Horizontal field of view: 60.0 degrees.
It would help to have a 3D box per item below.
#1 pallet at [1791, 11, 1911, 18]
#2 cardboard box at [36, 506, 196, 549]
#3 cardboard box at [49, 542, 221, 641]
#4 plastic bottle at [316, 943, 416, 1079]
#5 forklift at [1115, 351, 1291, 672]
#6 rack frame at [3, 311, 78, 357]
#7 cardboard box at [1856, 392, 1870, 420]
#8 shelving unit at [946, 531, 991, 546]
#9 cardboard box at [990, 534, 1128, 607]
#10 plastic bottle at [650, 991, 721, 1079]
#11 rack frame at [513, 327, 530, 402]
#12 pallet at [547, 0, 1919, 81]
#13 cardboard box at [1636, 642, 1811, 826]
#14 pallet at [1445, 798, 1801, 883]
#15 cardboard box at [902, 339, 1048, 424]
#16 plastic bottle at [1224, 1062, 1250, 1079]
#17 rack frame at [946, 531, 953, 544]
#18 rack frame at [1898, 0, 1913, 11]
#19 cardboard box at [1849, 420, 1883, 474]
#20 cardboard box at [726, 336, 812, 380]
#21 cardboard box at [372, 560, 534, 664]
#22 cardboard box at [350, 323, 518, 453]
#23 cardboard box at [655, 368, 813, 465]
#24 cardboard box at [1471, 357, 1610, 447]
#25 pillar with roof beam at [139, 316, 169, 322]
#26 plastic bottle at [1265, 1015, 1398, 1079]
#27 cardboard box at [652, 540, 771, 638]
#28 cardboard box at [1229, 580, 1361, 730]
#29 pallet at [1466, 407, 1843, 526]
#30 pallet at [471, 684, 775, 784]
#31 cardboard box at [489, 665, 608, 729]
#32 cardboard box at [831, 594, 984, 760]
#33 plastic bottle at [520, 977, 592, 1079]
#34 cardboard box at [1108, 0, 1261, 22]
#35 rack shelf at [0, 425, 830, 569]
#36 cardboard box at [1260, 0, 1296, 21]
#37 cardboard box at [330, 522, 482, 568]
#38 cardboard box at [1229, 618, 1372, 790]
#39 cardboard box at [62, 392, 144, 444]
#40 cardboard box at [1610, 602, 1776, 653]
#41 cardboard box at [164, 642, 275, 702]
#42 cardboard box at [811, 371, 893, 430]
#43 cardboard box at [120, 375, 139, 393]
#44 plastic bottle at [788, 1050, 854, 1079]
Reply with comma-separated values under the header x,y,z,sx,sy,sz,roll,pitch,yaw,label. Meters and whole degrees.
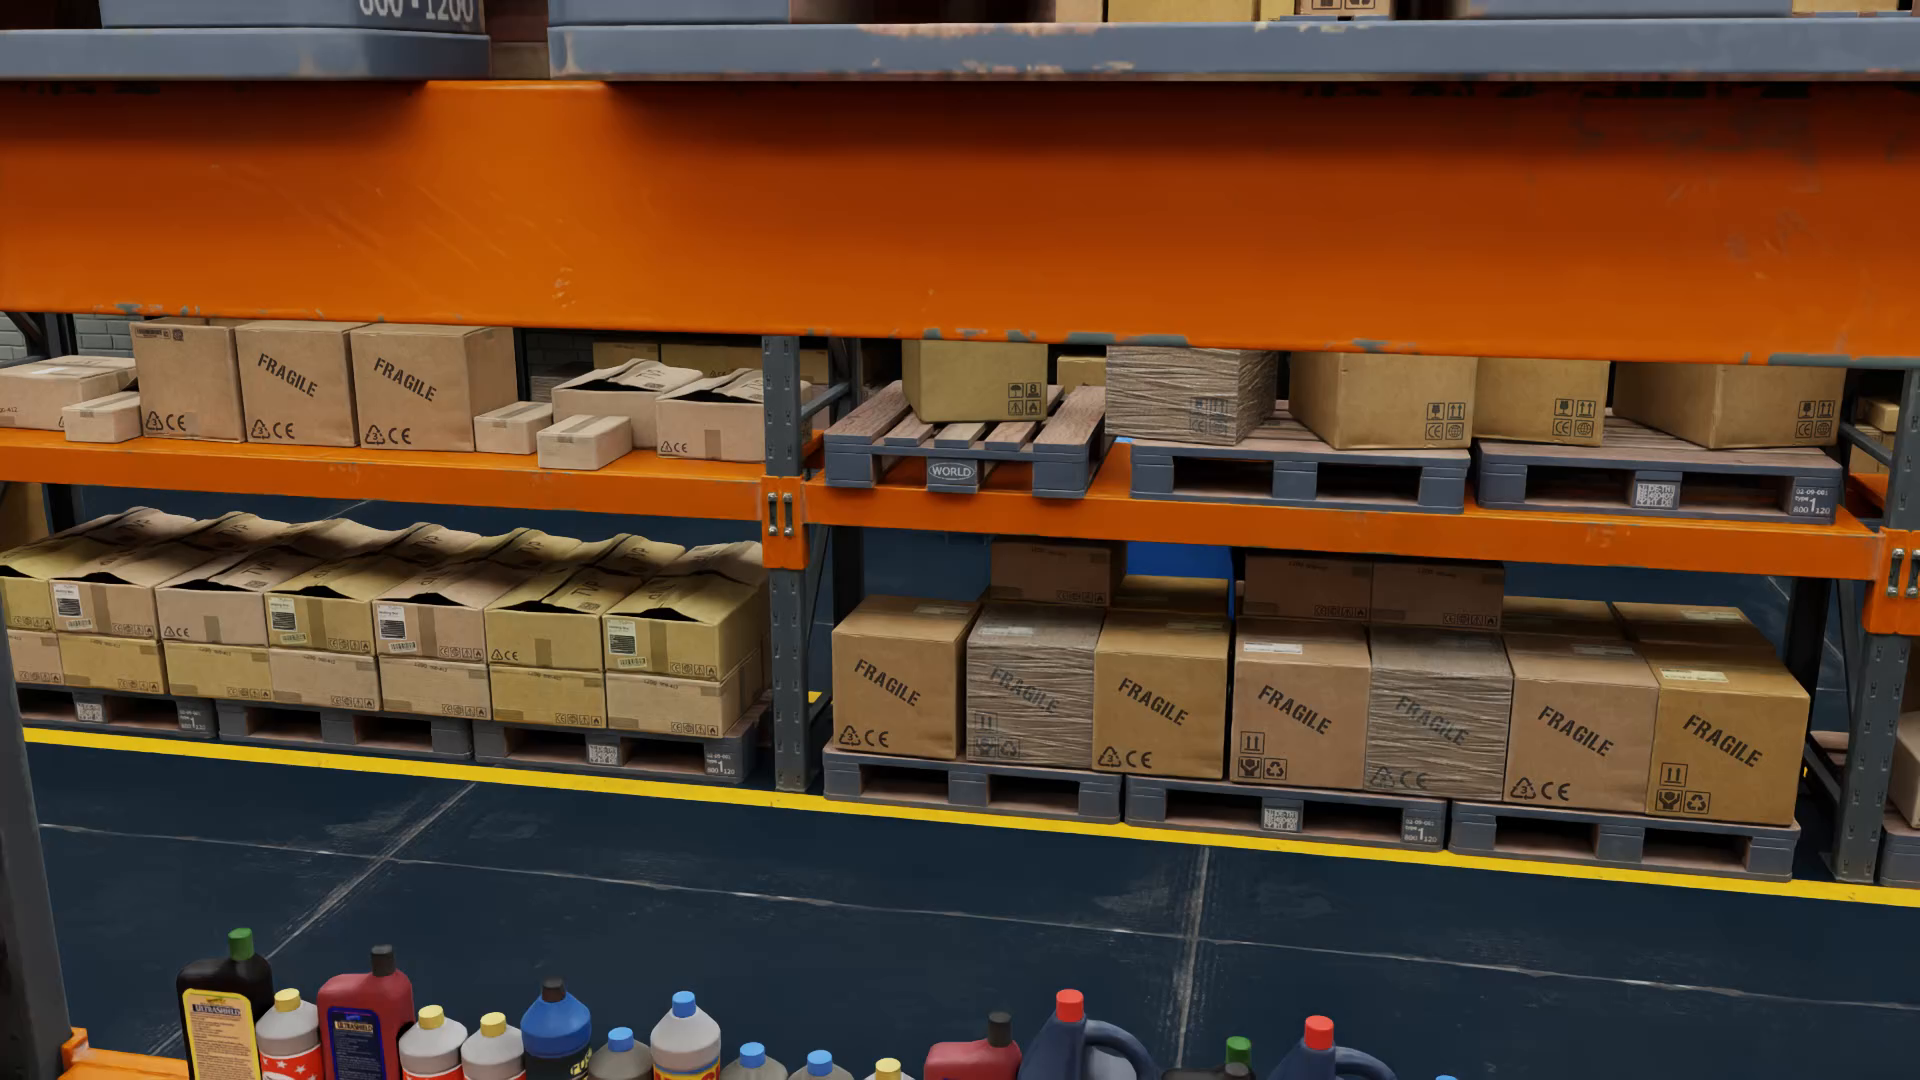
x,y,z,sx,sy,sz,roll,pitch,yaw,label
2.702,-1.741,5.890,1.003,0.211,1.213,3,16,11,pallet
-4.058,0.041,8.039,0.500,0.311,0.500,3,16,11,cardboard box
-3.667,0.209,7.431,0.500,0.311,0.500,3,16,10,cardboard box
-0.875,0.729,2.461,0.133,0.283,0.061,3,16,11,plastic bottle
1.982,-0.723,7.612,1.130,2.935,3.031,-13,20,-38,forklift
-7.448,-2.267,13.057,0.127,3.000,1.000,3,16,11,rack frame
5.696,-0.891,10.769,0.250,0.149,0.380,3,16,9,cardboard box
0.052,-0.503,10.342,0.252,1.050,0.215,3,16,11,shelving unit
0.427,0.076,7.052,0.500,0.250,0.500,4,16,13,cardboard box
-0.384,0.766,2.349,0.097,0.271,0.097,0,15,0,plastic bottle
-3.529,-2.054,12.289,0.127,3.000,1.000,3,16,11,rack frame
0.437,-0.467,1.295,1.213,0.211,1.003,3,16,11,pallet
2.787,0.709,6.173,0.500,0.500,0.500,3,16,11,cardboard box
2.523,0.978,6.567,1.213,0.211,1.003,3,16,11,pallet
0.047,-0.792,6.758,0.500,0.500,0.700,-2,16,-8,cardboard box
0.318,0.810,2.168,0.133,0.283,0.061,3,16,11,plastic bottle
-0.067,-0.510,10.365,0.008,1.050,0.200,3,16,11,rack frame
3.327,-3.224,5.273,0.127,3.000,1.000,3,16,11,rack frame
5.515,-0.532,10.690,0.500,0.500,0.700,3,16,11,cardboard box
-1.376,-1.308,12.048,0.500,0.250,0.500,3,16,11,cardboard box
-2.159,0.290,7.139,0.500,0.311,0.500,3,16,11,cardboard box
-2.240,-0.679,7.136,0.500,0.500,0.500,2,16,8,cardboard box
-0.940,-0.533,6.965,0.500,0.311,0.500,4,16,15,cardboard box
2.221,-0.687,6.379,0.500,0.500,0.700,6,16,20,cardboard box
-7.448,-4.221,8.873,0.400,9.000,9.100,3,16,11,pillar with roof beam
0.478,0.781,2.146,0.185,0.351,0.144,3,16,11,plastic bottle
-1.047,0.202,7.456,0.500,0.311,0.500,4,16,13,cardboard box
1.394,0.489,6.964,0.500,0.500,0.500,3,16,9,cardboard box
2.566,-0.311,6.356,1.213,0.211,1.003,3,16,11,pallet
-1.391,0.744,7.409,1.213,0.211,1.003,3,16,11,pallet
-1.662,0.587,7.119,0.500,0.250,0.500,3,16,10,cardboard box
-0.203,0.546,6.760,0.500,0.500,0.500,4,16,13,cardboard box
-0.575,0.756,2.386,0.097,0.271,0.097,0,15,0,plastic bottle
0.851,-1.970,6.179,0.500,0.500,0.910,3,16,11,cardboard box
-2.552,-0.305,7.322,4.000,0.370,1.077,3,16,11,rack shelf
1.947,-3.489,10.839,0.500,0.500,0.700,4,16,14,cardboard box
-2.567,0.122,7.747,0.500,0.311,0.500,3,16,10,cardboard box
1.314,0.627,6.468,0.500,0.500,0.500,3,16,9,cardboard box
-3.685,-0.537,7.281,0.250,0.149,0.380,3,16,11,cardboard box
2.902,0.570,6.672,0.500,0.500,0.500,2,16,9,cardboard box
-3.157,0.505,7.414,0.500,0.250,0.500,3,16,9,cardboard box
-0.806,-0.931,12.094,0.500,0.500,0.700,3,16,11,cardboard box
-3.614,-0.695,7.633,0.258,0.266,0.396,3,16,10,cardboard box
-0.194,0.810,2.321,0.097,0.201,0.097,0,15,0,plastic bottle
